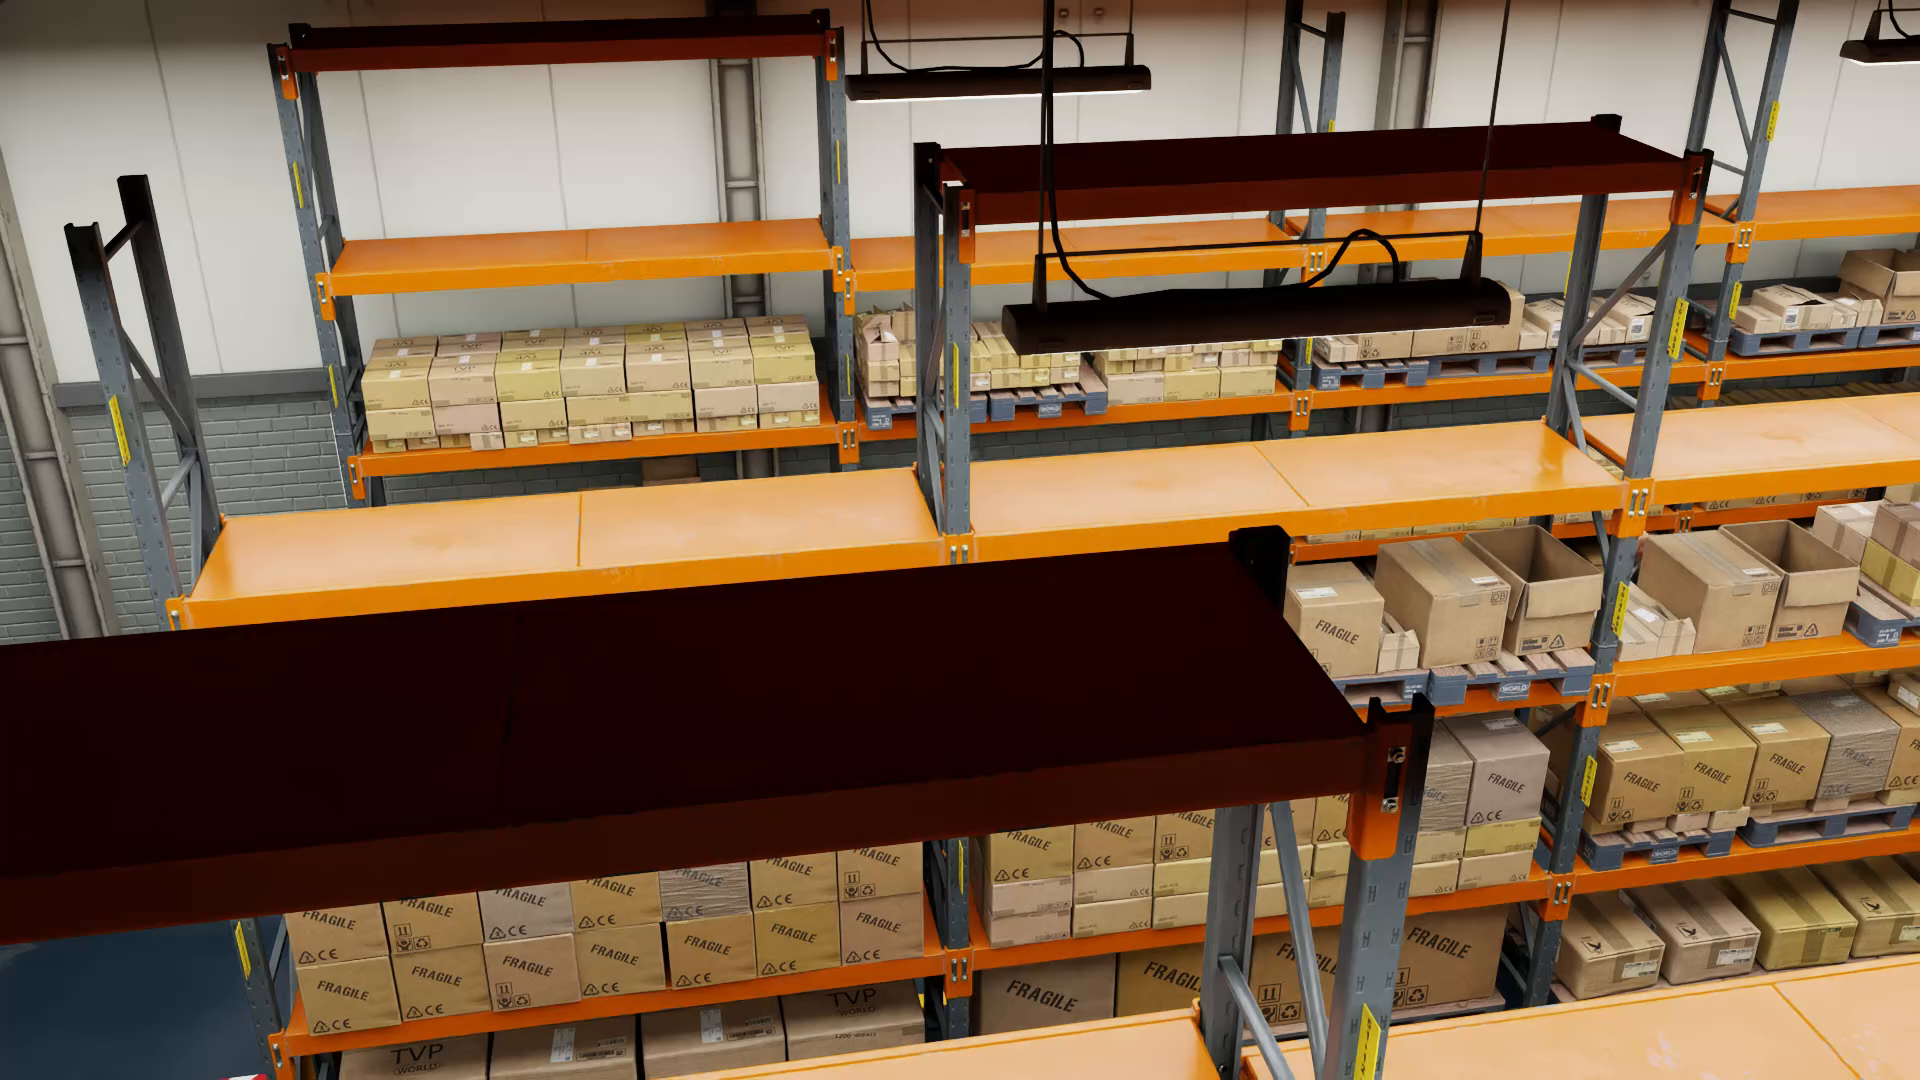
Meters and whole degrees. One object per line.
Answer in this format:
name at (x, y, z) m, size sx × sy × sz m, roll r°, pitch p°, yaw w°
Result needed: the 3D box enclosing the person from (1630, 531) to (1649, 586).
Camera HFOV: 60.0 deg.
person at (6.048, 0.705, 14.920) m, size 0.624 × 1.761 × 0.573 m, roll -11°, pitch 28°, yaw -21°
